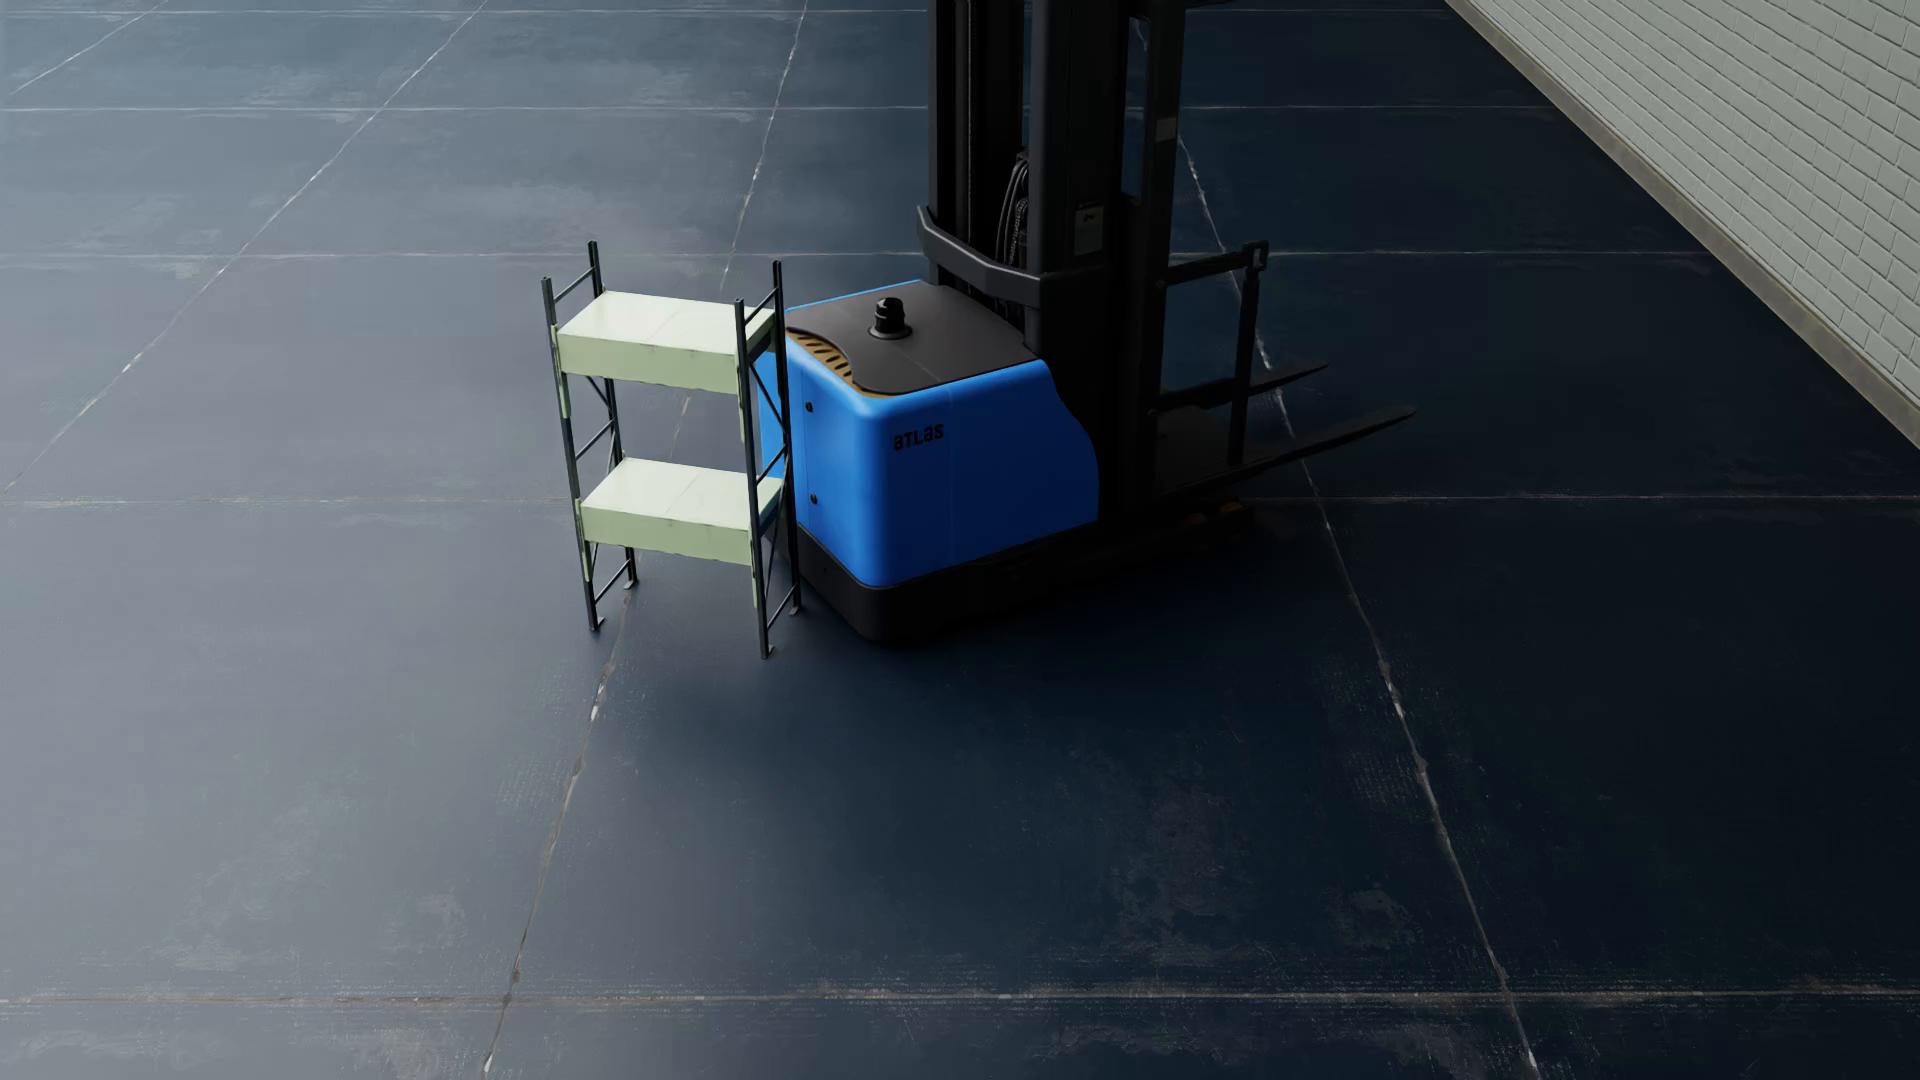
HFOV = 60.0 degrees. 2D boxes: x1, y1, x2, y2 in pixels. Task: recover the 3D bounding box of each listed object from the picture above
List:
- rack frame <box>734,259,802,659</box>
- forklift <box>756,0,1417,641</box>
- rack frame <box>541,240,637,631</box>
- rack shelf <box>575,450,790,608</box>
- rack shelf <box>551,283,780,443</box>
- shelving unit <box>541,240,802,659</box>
[{"bbox_3d":[-0.713,-0.277,6.260,0.023,1.500,0.400,8,32,13],"label":"rack frame"},{"bbox_3d":[0.687,-1.416,6.759,3.031,2.935,1.130,-17,35,-26],"label":"forklift"},{"bbox_3d":[-1.418,-0.379,6.428,0.023,1.500,0.400,8,32,13],"label":"rack frame"},{"bbox_3d":[-1.066,-0.049,6.513,0.720,0.370,0.431,8,32,13],"label":"rack shelf"},{"bbox_3d":[-1.066,-0.661,6.142,0.720,0.370,0.431,8,32,13],"label":"rack shelf"},{"bbox_3d":[-1.066,-0.328,6.344,0.755,1.500,0.431,8,32,13],"label":"shelving unit"}]
